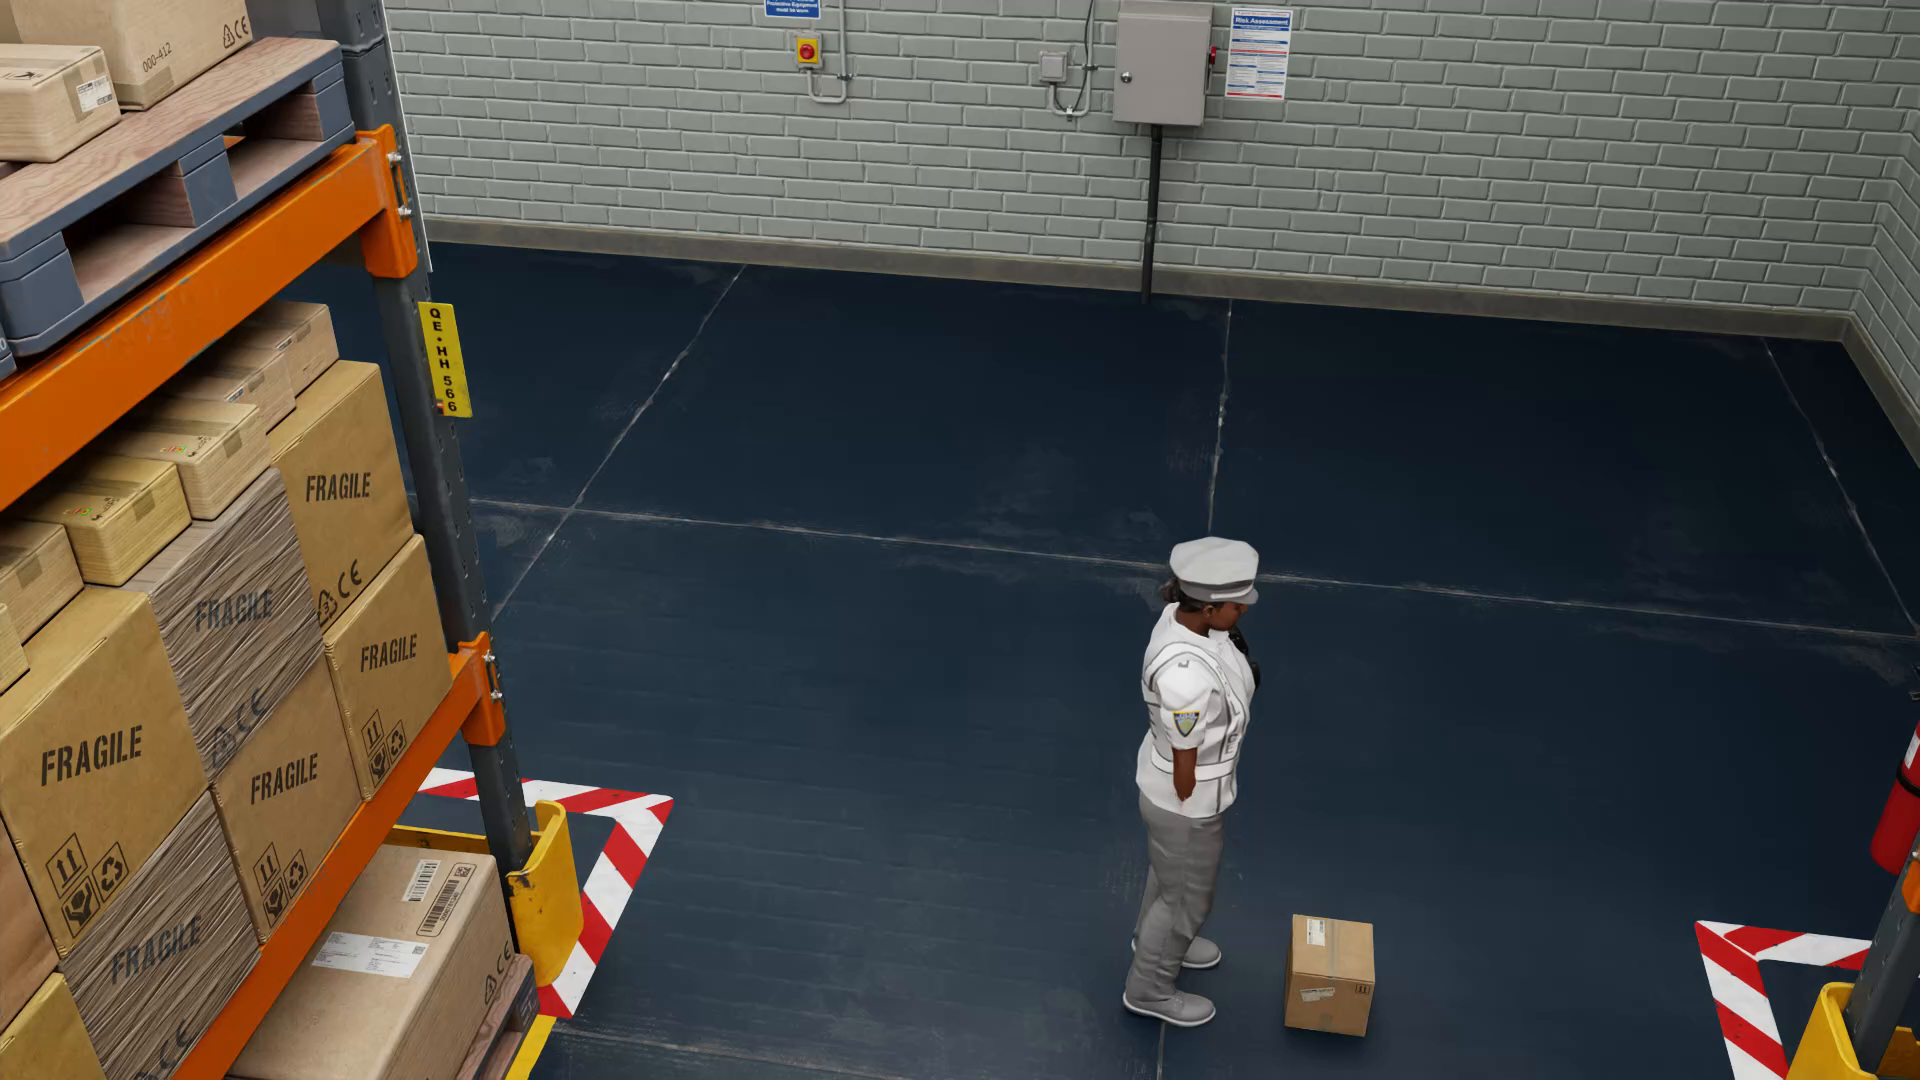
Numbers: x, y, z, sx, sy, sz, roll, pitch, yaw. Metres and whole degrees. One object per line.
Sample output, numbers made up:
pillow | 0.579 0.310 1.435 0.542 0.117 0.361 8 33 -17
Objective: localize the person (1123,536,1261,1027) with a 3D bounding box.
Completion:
person | 0.696 0.735 5.002 0.340 1.661 0.438 6 33 9
